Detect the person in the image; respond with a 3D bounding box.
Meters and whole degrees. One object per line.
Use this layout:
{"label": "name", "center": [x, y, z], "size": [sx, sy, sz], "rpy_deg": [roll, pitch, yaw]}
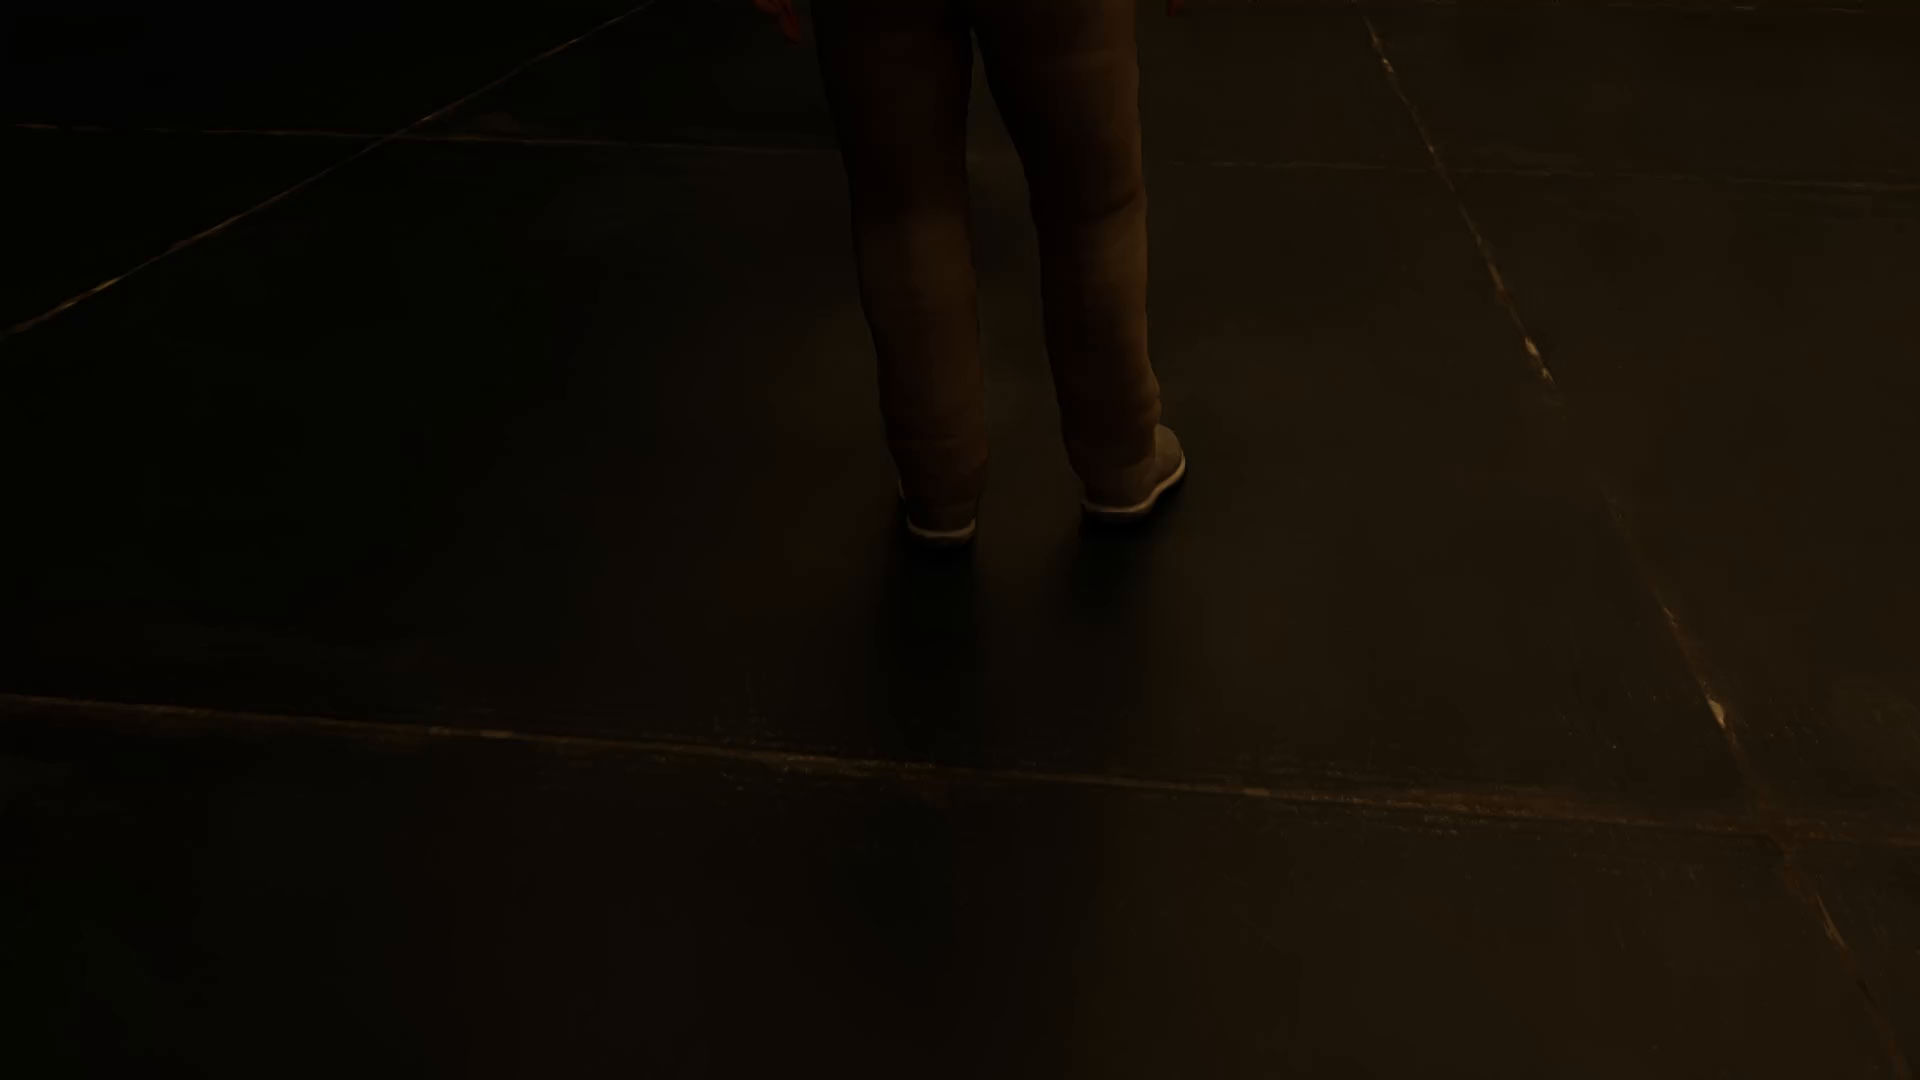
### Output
{"label": "person", "center": [0.024, -0.819, 2.189], "size": [0.640, 1.727, 0.550], "rpy_deg": [3, 27, 7]}
